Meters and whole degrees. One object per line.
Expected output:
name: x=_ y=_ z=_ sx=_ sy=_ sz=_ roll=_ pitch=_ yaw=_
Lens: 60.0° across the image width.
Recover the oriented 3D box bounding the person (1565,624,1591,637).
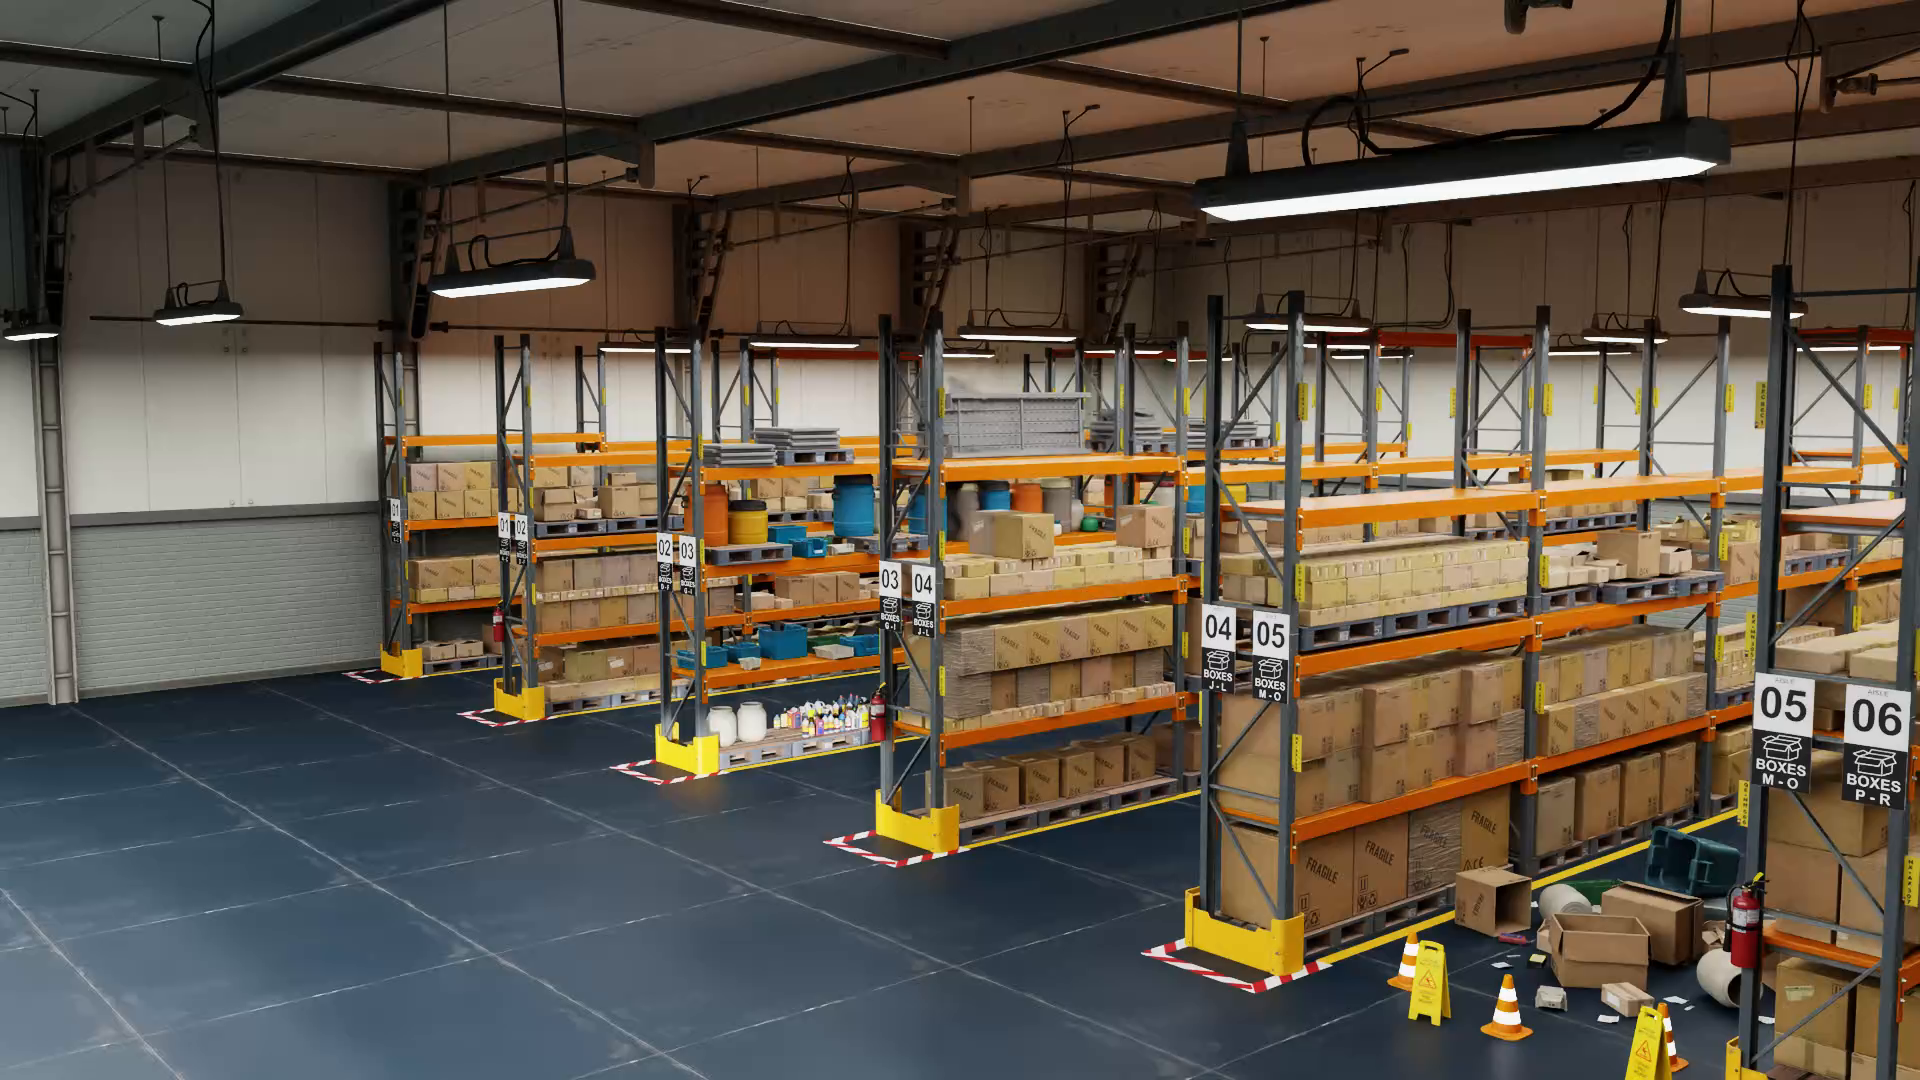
person: x=9.604 y=1.997 z=25.622 sx=0.815 sy=1.694 sz=0.655 roll=-5 pitch=7 yaw=-43
